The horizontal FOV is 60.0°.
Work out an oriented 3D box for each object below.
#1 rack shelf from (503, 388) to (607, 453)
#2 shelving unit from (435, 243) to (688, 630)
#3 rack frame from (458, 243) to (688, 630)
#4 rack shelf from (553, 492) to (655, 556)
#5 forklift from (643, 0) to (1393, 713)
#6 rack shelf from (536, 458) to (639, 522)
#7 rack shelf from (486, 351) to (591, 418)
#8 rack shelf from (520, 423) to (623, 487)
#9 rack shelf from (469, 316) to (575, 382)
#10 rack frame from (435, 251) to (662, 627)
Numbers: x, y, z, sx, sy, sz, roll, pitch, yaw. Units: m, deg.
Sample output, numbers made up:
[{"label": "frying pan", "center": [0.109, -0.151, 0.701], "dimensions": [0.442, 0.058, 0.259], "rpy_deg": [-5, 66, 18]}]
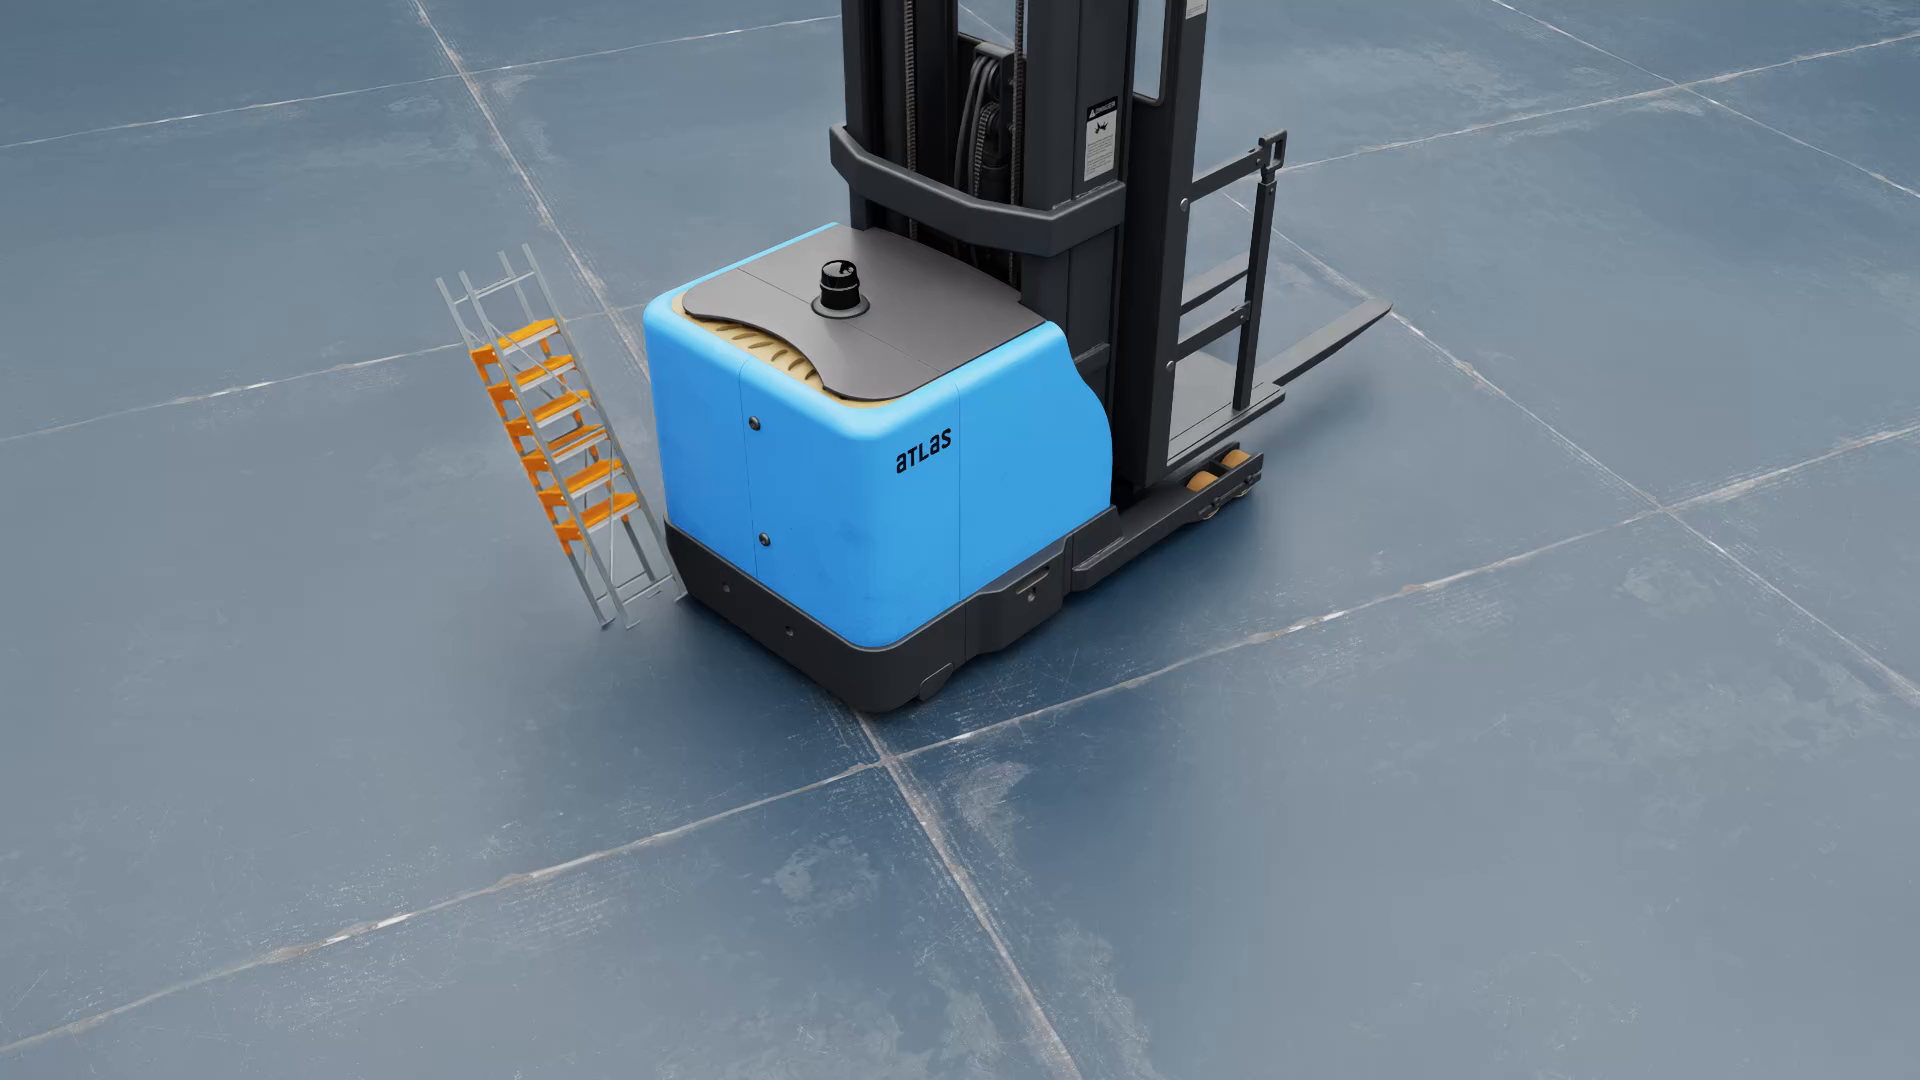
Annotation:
[{"label": "rack shelf", "center": [-1.256, -0.373, 5.160], "dimensions": [0.258, 0.103, 0.180], "rpy_deg": [-33, 20, -33]}, {"label": "shelving unit", "center": [-1.229, -0.306, 5.182], "dimensions": [0.258, 1.200, 0.189], "rpy_deg": [-33, 20, -33]}, {"label": "rack frame", "center": [-1.173, -0.305, 5.110], "dimensions": [0.240, 1.200, 0.006], "rpy_deg": [-33, 20, -33]}, {"label": "rack shelf", "center": [-1.128, -0.054, 5.265], "dimensions": [0.258, 0.103, 0.180], "rpy_deg": [-33, 20, -33]}, {"label": "forklift", "center": [0.437, -1.442, 5.234], "dimensions": [1.130, 2.935, 3.031], "rpy_deg": [30, 46, 34]}, {"label": "rack shelf", "center": [-1.171, -0.160, 5.230], "dimensions": [0.258, 0.103, 0.180], "rpy_deg": [-33, 20, -33]}, {"label": "rack shelf", "center": [-1.299, -0.480, 5.125], "dimensions": [0.258, 0.103, 0.180], "rpy_deg": [-33, 20, -33]}, {"label": "rack shelf", "center": [-1.213, -0.267, 5.195], "dimensions": [0.258, 0.103, 0.180], "rpy_deg": [-33, 20, -33]}, {"label": "rack shelf", "center": [-1.342, -0.586, 5.090], "dimensions": [0.258, 0.103, 0.180], "rpy_deg": [-33, 20, -33]}, {"label": "rack frame", "center": [-1.285, -0.307, 5.255], "dimensions": [0.240, 1.200, 0.006], "rpy_deg": [-33, 20, -33]}]
